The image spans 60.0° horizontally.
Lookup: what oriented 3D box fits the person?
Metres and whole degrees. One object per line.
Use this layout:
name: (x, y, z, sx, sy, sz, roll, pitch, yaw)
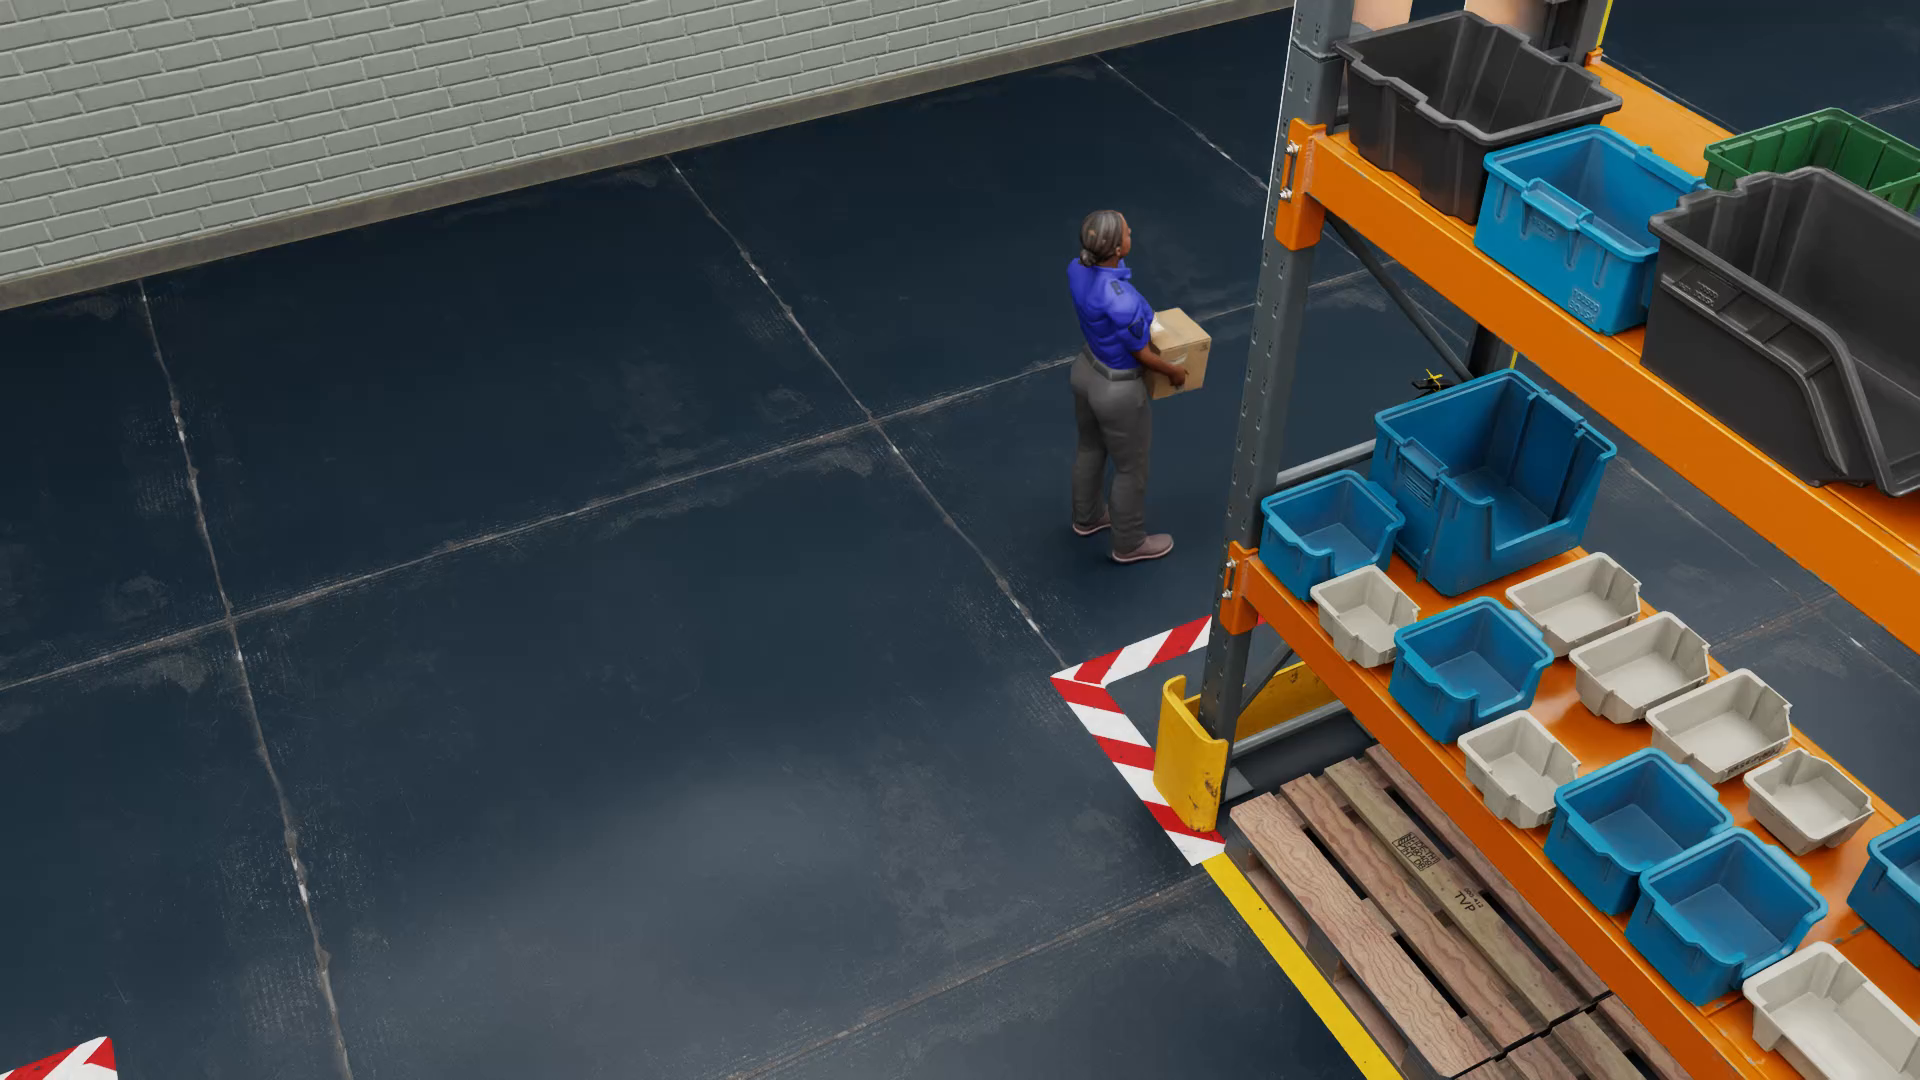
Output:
person: (0.679, -0.650, 6.896, 0.488, 1.658, 0.488, -19, 45, -20)
